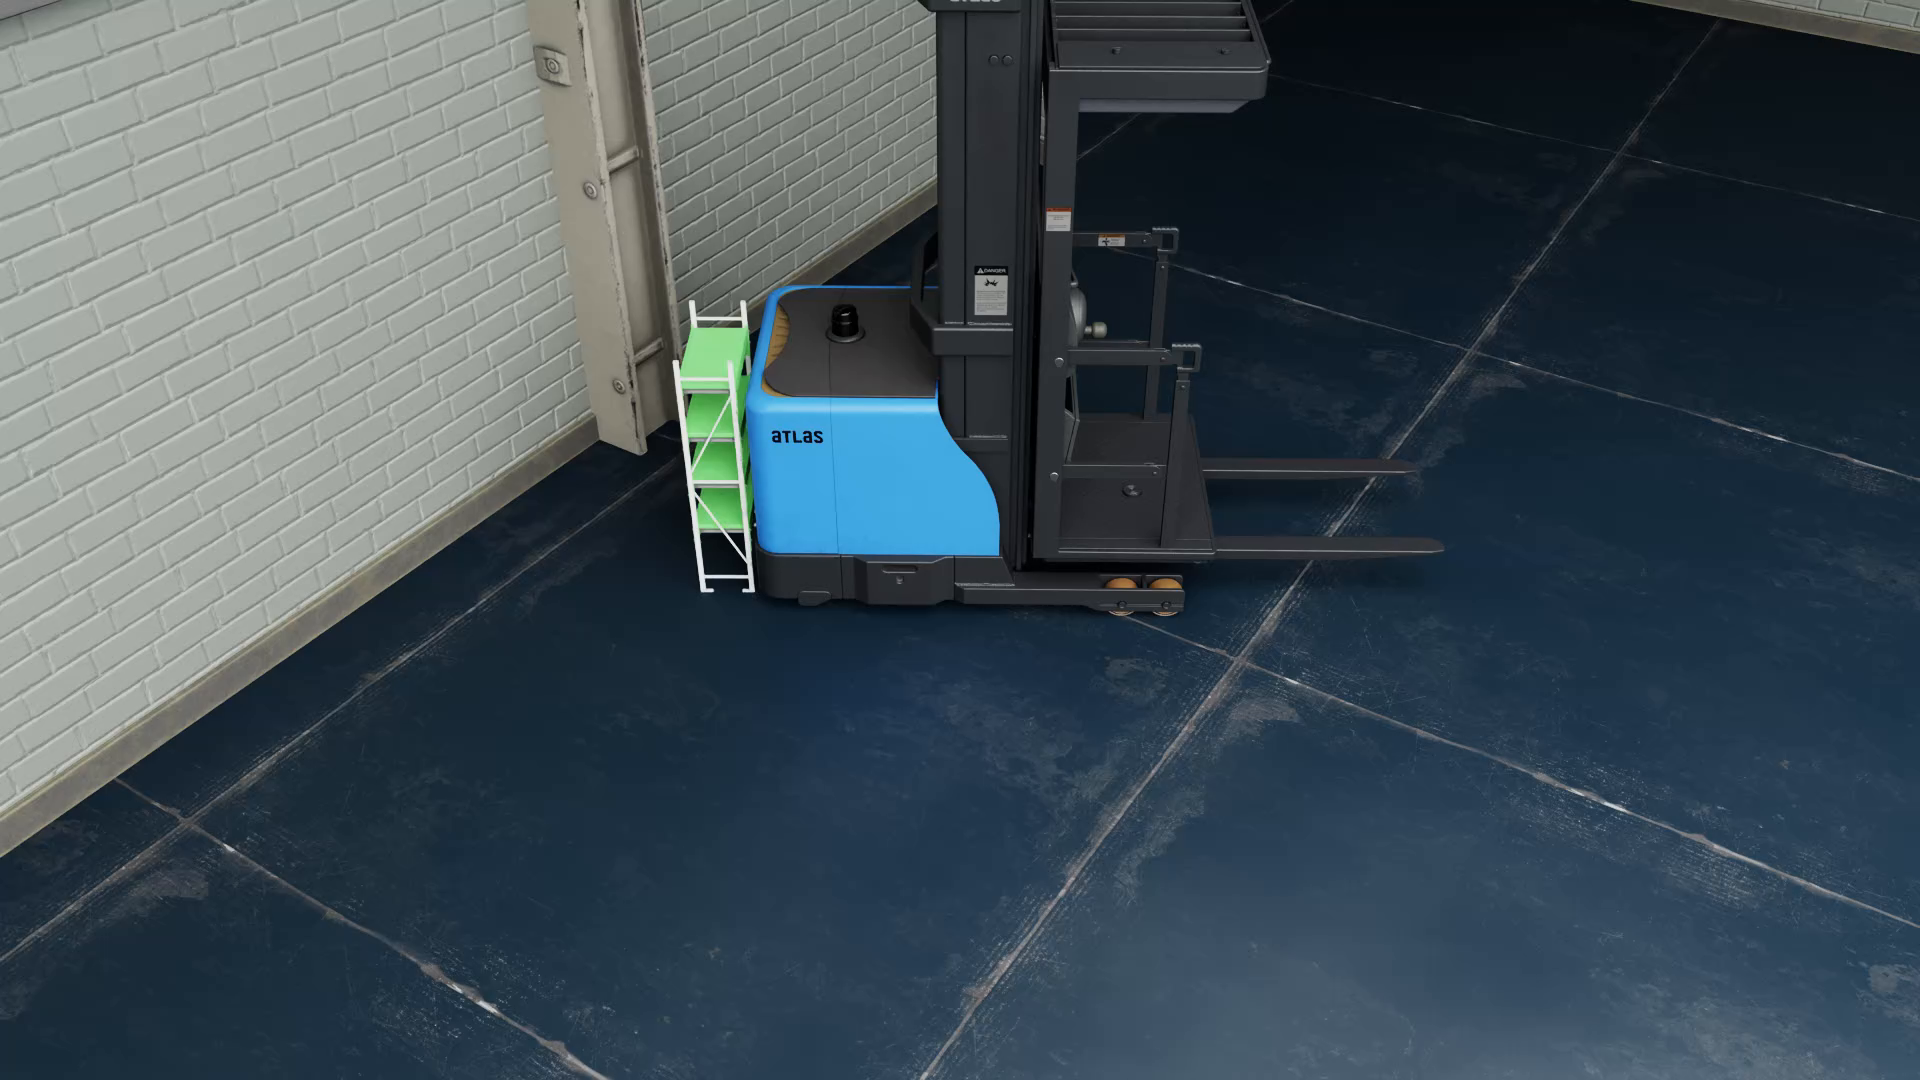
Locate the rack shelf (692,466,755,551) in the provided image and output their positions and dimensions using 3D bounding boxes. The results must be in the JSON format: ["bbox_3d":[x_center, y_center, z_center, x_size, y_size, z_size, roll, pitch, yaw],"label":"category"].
[{"bbox_3d":[-1.039,-0.154,7.465,0.258,0.148,0.480,0,38,0],"label":"rack shelf"}]

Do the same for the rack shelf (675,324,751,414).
[{"bbox_3d":[-1.039,-0.725,7.026,0.258,0.148,0.480,0,38,0],"label":"rack shelf"}]

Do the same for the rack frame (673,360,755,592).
[{"bbox_3d":[-1.040,-0.246,7.087,0.240,1.200,0.015,0,38,0],"label":"rack frame"}]

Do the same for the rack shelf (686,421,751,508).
[{"bbox_3d":[-1.039,-0.345,7.319,0.258,0.148,0.480,0,38,0],"label":"rack shelf"}]

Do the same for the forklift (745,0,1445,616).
[{"bbox_3d":[0.628,-1.155,6.848,3.031,2.935,1.130,0,38,1],"label":"forklift"}]

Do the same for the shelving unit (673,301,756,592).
[{"bbox_3d":[-1.039,-0.395,7.280,0.258,1.200,0.503,0,38,0],"label":"shelving unit"}]

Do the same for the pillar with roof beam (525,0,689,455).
[{"bbox_3d":[2.018,-2.729,3.919,9.100,9.000,0.400,21,42,25],"label":"pillar with roof beam"}]

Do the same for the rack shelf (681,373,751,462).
[{"bbox_3d":[-1.039,-0.535,7.172,0.258,0.148,0.480,0,38,0],"label":"rack shelf"}]

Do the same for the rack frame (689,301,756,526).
[{"bbox_3d":[-1.037,-0.544,7.473,0.240,1.200,0.015,0,38,0],"label":"rack frame"}]
